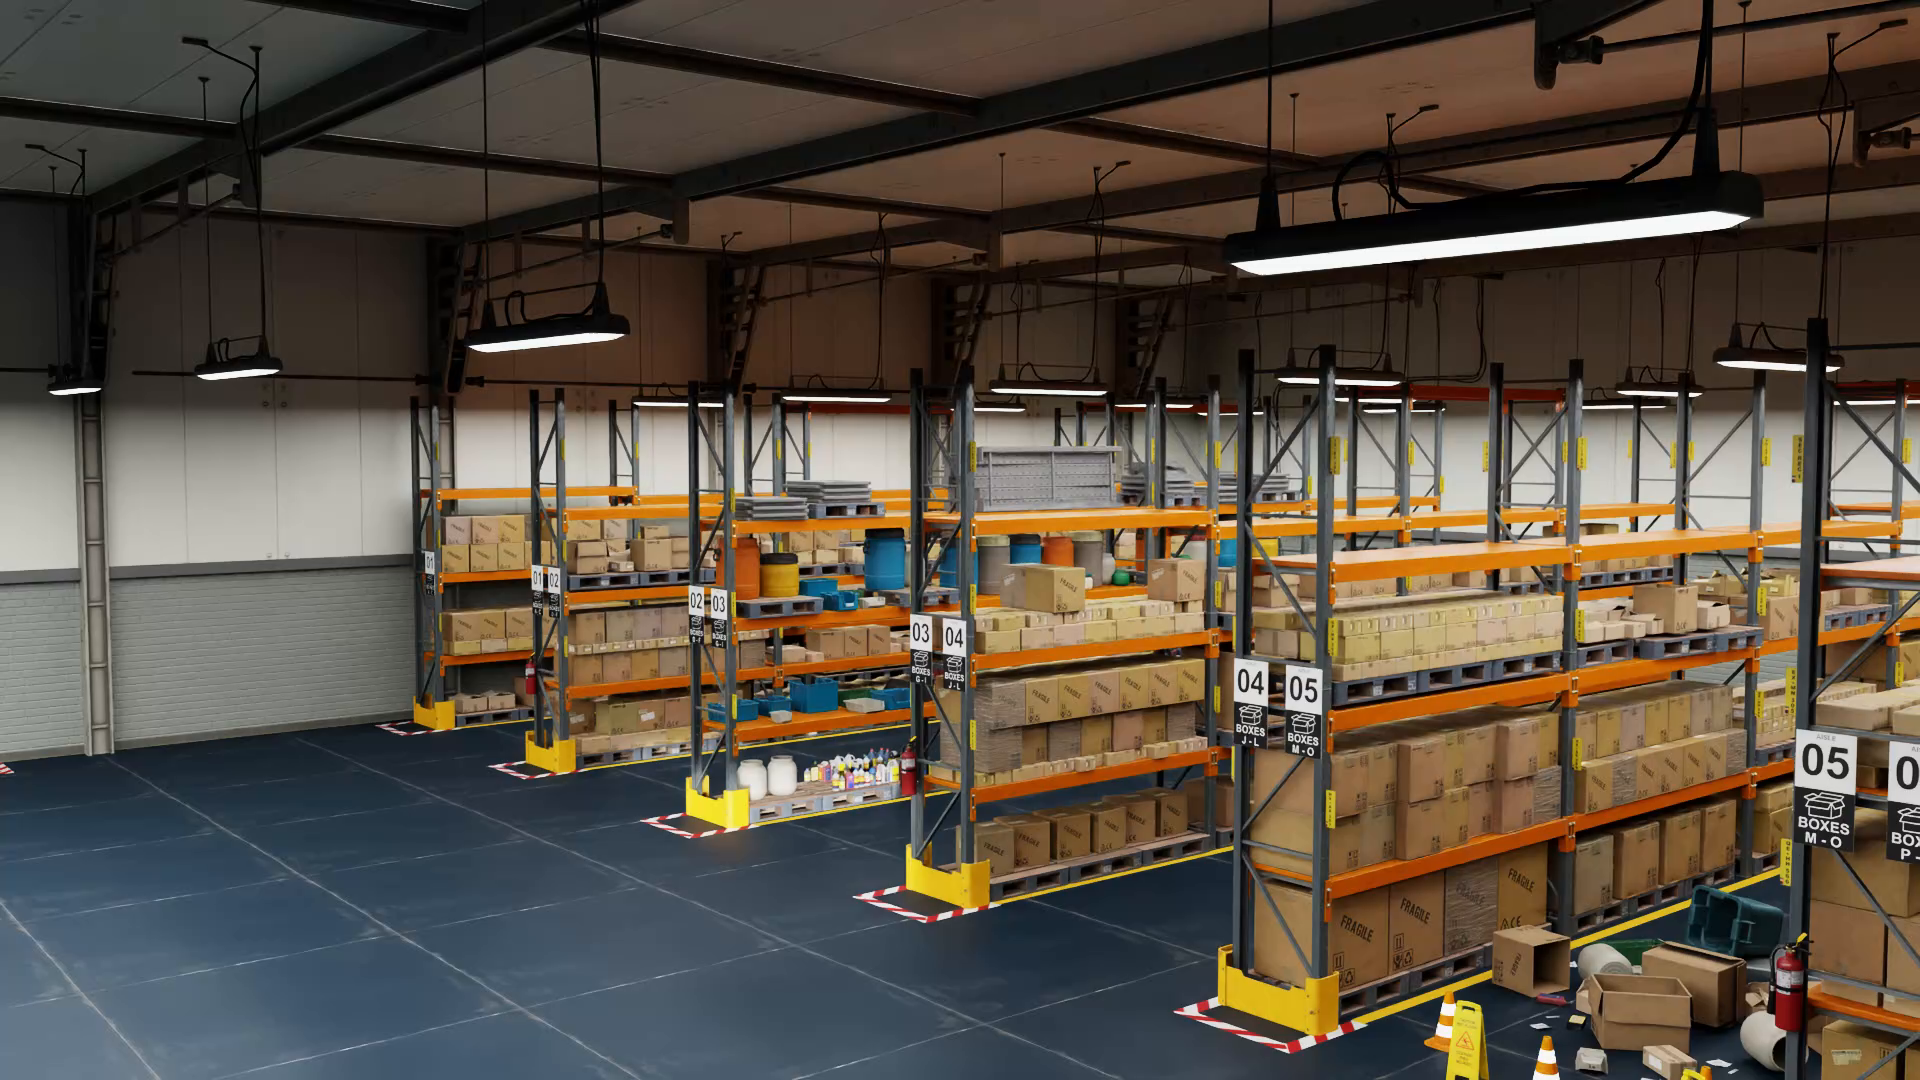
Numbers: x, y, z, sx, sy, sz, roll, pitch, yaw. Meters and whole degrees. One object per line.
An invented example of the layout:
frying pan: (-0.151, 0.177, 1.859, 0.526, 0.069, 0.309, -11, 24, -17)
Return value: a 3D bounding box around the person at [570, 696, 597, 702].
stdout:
person: (-6.484, 2.630, 28.531, 0.602, 1.827, 0.569, -3, 5, -43)
